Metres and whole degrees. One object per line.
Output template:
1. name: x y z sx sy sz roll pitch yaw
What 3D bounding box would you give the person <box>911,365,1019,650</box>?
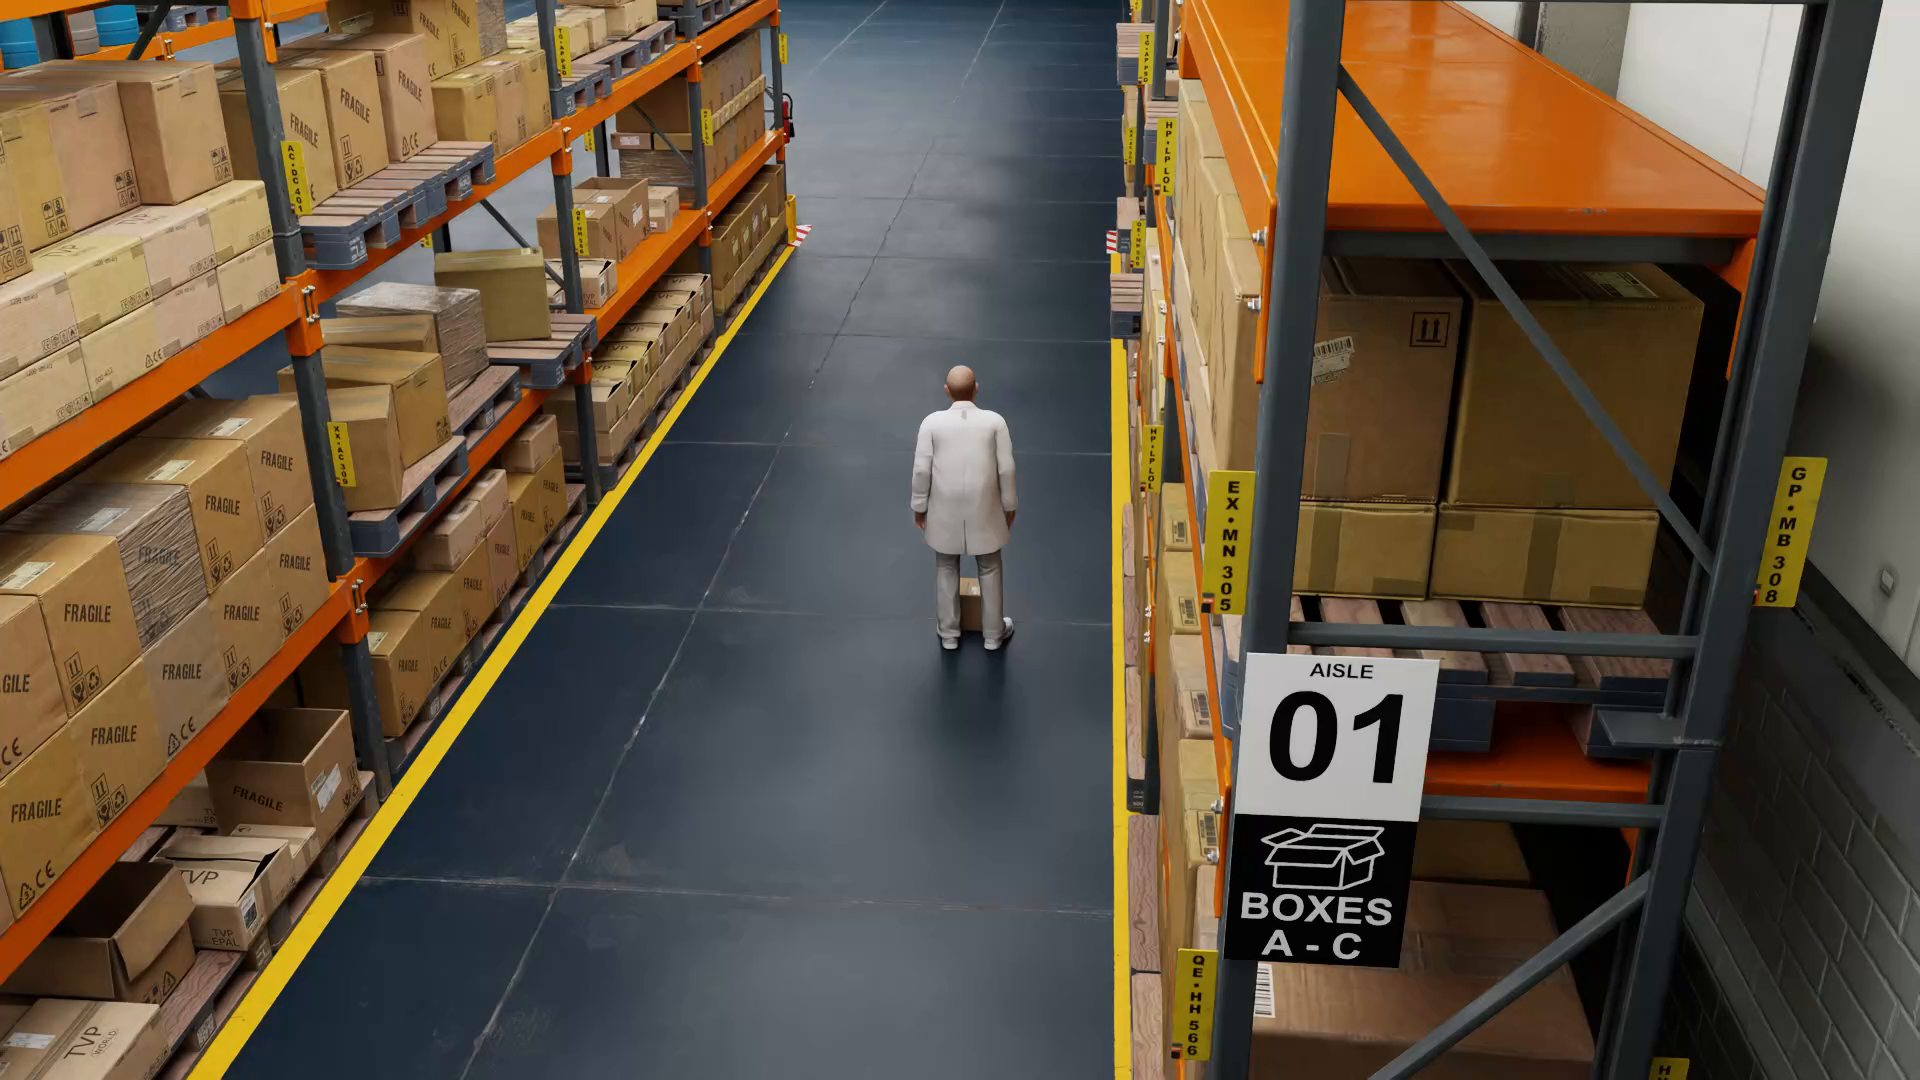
1. person: 0.028 -0.187 10.040 0.652 1.773 0.426 0 24 1
